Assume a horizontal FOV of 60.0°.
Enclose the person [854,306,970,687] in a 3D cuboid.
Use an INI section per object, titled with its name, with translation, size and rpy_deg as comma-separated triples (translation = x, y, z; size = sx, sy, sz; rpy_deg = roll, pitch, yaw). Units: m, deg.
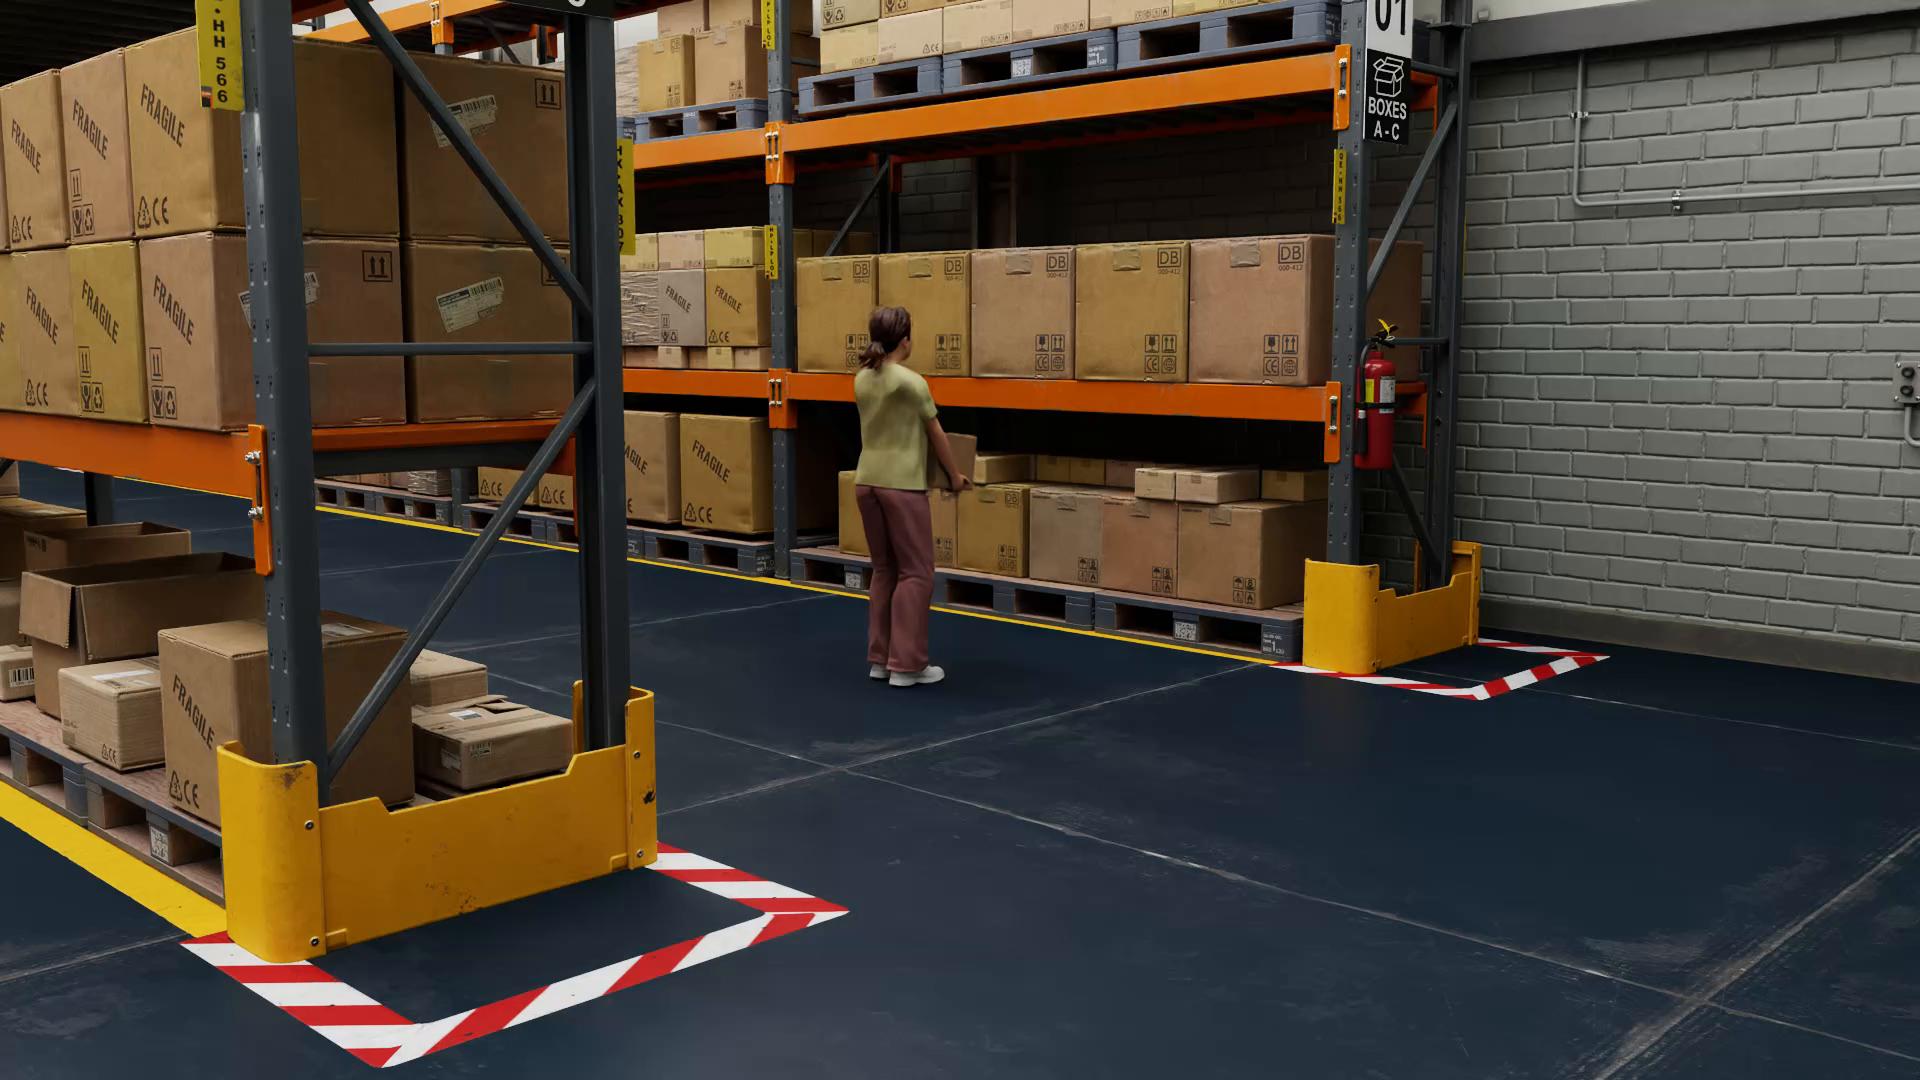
[person]
translation = -0.235, -0.078, 7.448
size = 0.406, 1.419, 0.514
rpy_deg = 7, 10, 43
